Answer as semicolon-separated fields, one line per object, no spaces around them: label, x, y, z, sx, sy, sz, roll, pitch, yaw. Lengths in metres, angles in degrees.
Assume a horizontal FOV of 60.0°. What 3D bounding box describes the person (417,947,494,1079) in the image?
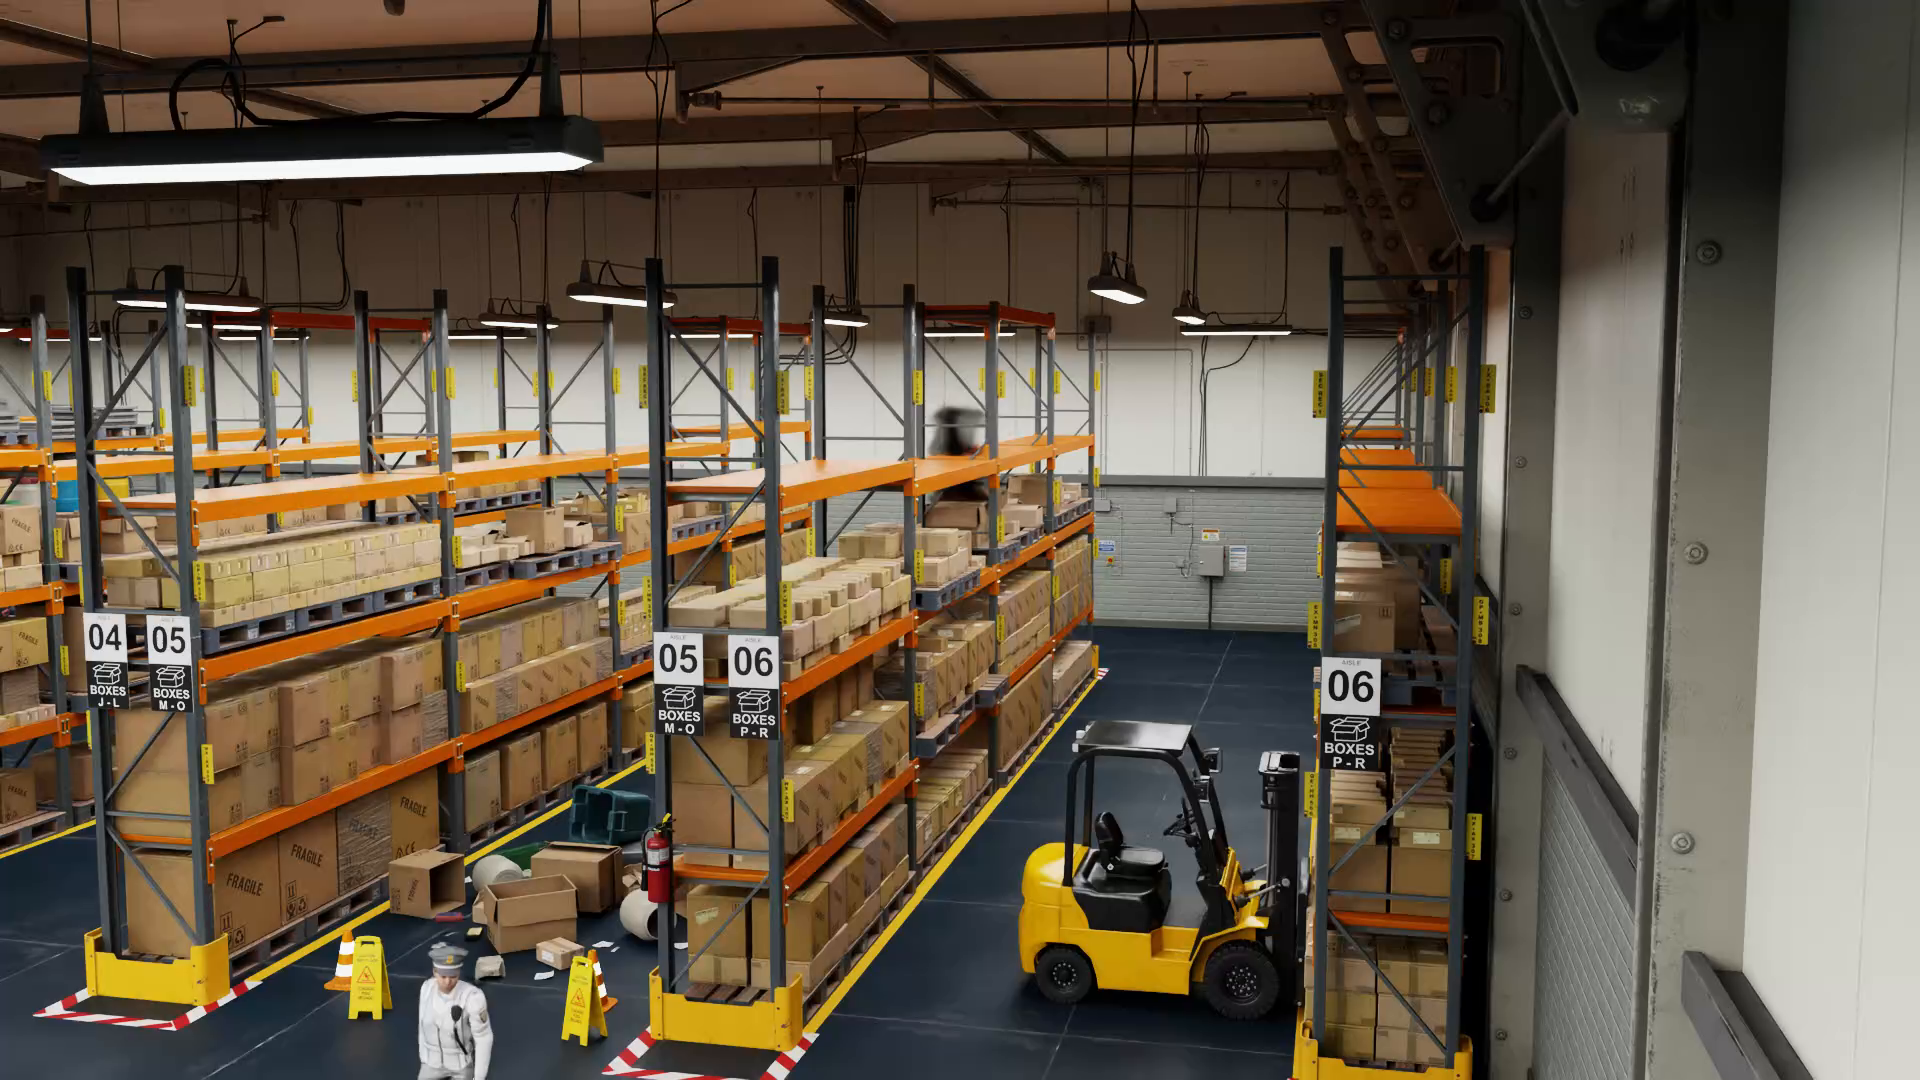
person;-3.206;3.309;10.483;0.633;1.629;0.547;1;6;9

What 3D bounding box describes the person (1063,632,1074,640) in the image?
person;1.744;1.319;29.933;0.847;1.719;0.562;0;6;2
